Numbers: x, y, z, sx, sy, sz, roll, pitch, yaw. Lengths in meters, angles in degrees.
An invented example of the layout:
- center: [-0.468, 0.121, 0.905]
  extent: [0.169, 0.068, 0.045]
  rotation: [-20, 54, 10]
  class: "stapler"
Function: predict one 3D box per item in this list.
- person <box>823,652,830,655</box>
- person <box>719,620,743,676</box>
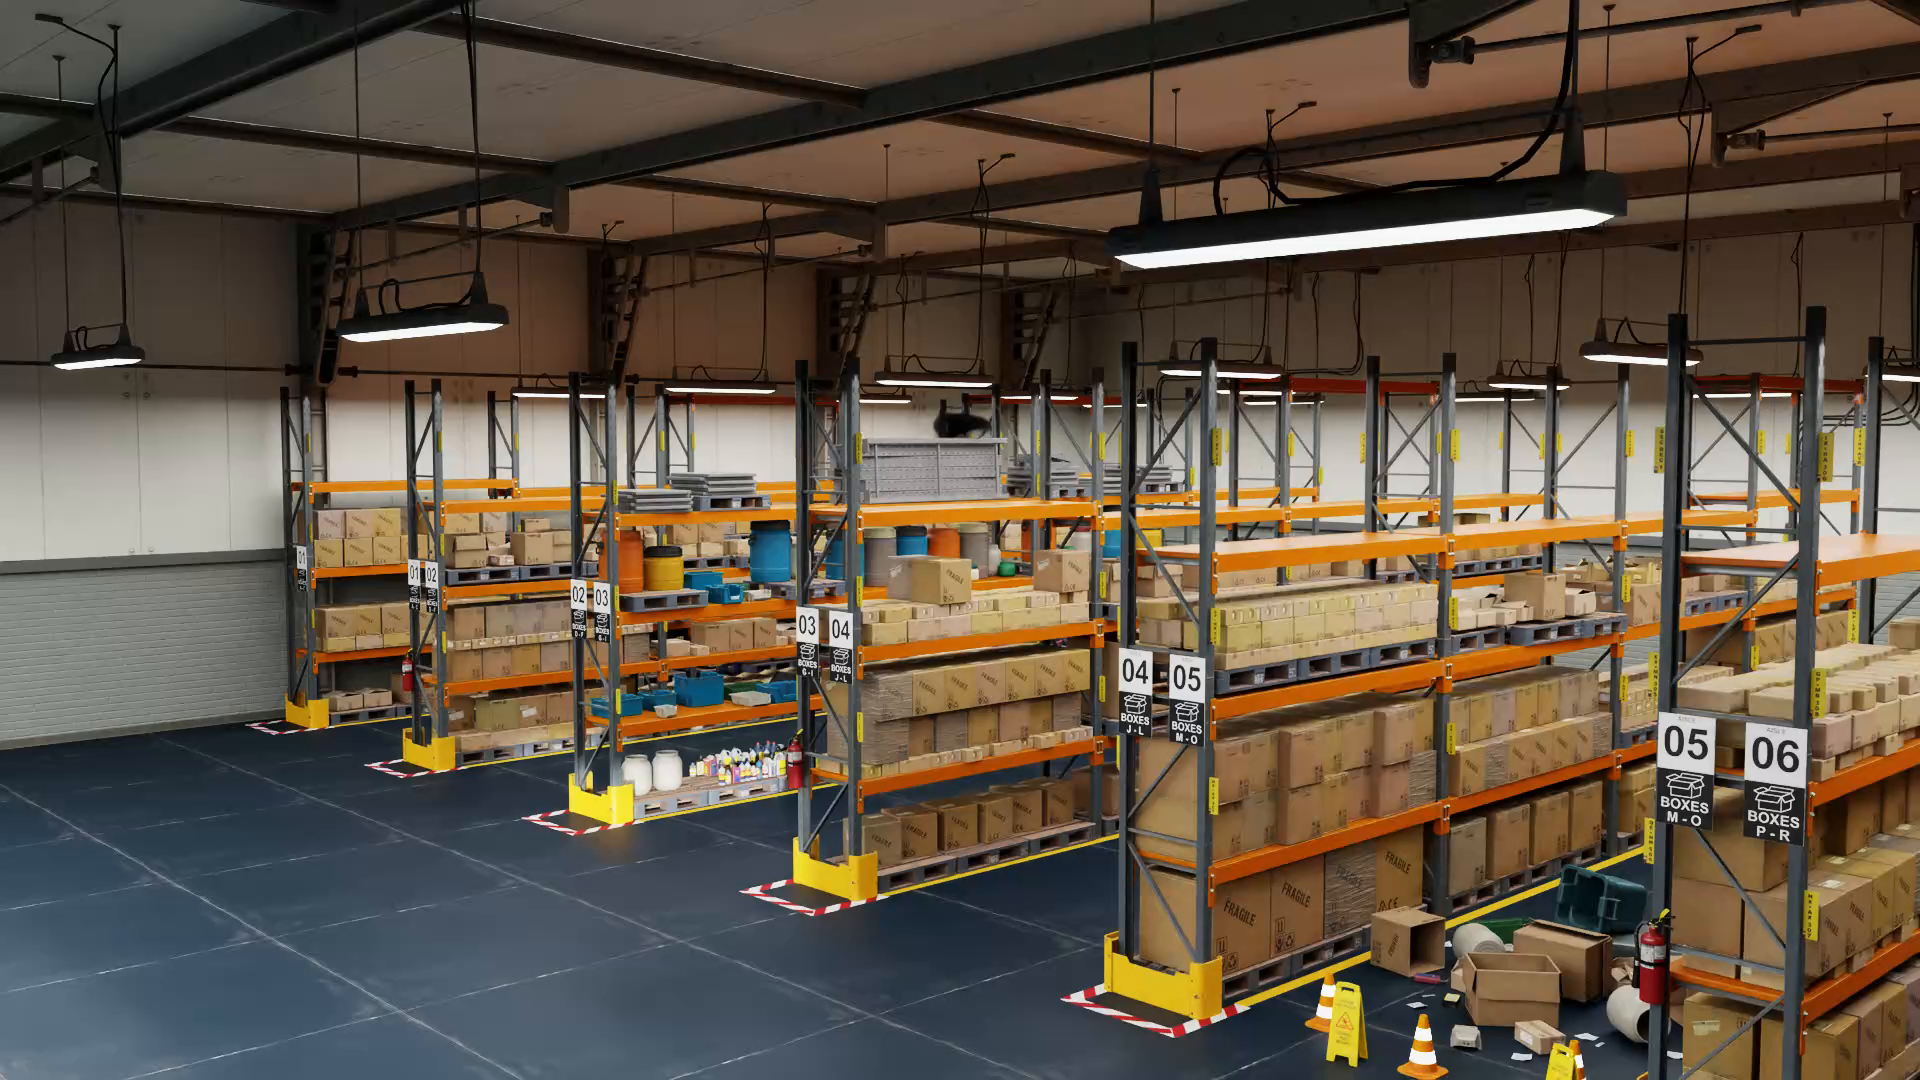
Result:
- center: [-2.541, 2.155, 33.359]
  extent: [0.691, 1.781, 0.904]
  rotation: [4, 5, 44]
  class: "person"
- center: [-4.619, 2.307, 33.157]
  extent: [0.636, 1.482, 0.862]
  rotation: [2, 4, 28]
  class: "person"
